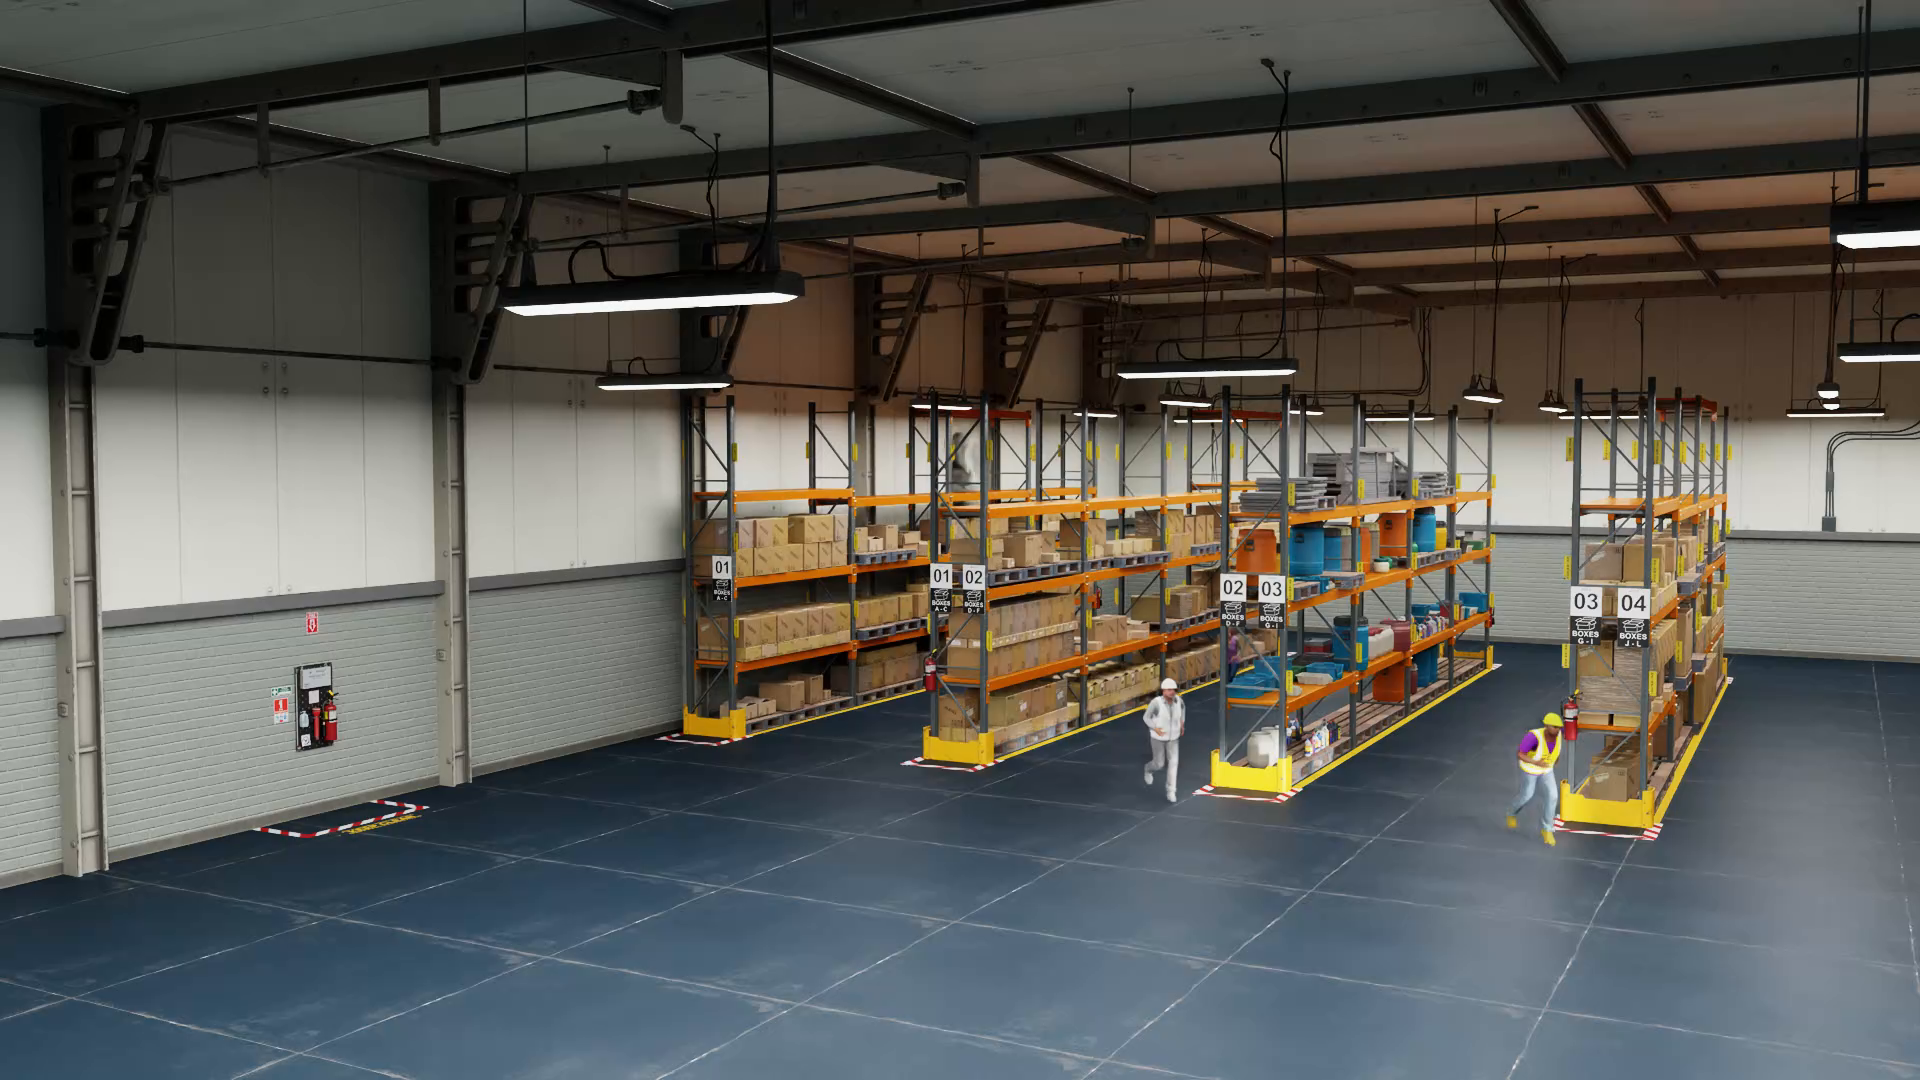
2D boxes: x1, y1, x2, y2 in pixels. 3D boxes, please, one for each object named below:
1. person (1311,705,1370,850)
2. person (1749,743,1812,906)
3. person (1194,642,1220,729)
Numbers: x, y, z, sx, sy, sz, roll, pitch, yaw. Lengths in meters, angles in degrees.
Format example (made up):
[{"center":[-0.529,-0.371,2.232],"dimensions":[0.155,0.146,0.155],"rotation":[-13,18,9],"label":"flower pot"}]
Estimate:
[{"center":[4.874,3.004,21.255],"dimensions":[0.661,1.794,0.884],"rotation":[-1,3,-26],"label":"person"},{"center":[9.110,3.140,18.408],"dimensions":[0.693,1.793,0.744],"rotation":[-1,3,-24],"label":"person"},{"center":[4.520,2.634,30.191],"dimensions":[0.542,1.559,0.625],"rotation":[1,3,14],"label":"person"}]
